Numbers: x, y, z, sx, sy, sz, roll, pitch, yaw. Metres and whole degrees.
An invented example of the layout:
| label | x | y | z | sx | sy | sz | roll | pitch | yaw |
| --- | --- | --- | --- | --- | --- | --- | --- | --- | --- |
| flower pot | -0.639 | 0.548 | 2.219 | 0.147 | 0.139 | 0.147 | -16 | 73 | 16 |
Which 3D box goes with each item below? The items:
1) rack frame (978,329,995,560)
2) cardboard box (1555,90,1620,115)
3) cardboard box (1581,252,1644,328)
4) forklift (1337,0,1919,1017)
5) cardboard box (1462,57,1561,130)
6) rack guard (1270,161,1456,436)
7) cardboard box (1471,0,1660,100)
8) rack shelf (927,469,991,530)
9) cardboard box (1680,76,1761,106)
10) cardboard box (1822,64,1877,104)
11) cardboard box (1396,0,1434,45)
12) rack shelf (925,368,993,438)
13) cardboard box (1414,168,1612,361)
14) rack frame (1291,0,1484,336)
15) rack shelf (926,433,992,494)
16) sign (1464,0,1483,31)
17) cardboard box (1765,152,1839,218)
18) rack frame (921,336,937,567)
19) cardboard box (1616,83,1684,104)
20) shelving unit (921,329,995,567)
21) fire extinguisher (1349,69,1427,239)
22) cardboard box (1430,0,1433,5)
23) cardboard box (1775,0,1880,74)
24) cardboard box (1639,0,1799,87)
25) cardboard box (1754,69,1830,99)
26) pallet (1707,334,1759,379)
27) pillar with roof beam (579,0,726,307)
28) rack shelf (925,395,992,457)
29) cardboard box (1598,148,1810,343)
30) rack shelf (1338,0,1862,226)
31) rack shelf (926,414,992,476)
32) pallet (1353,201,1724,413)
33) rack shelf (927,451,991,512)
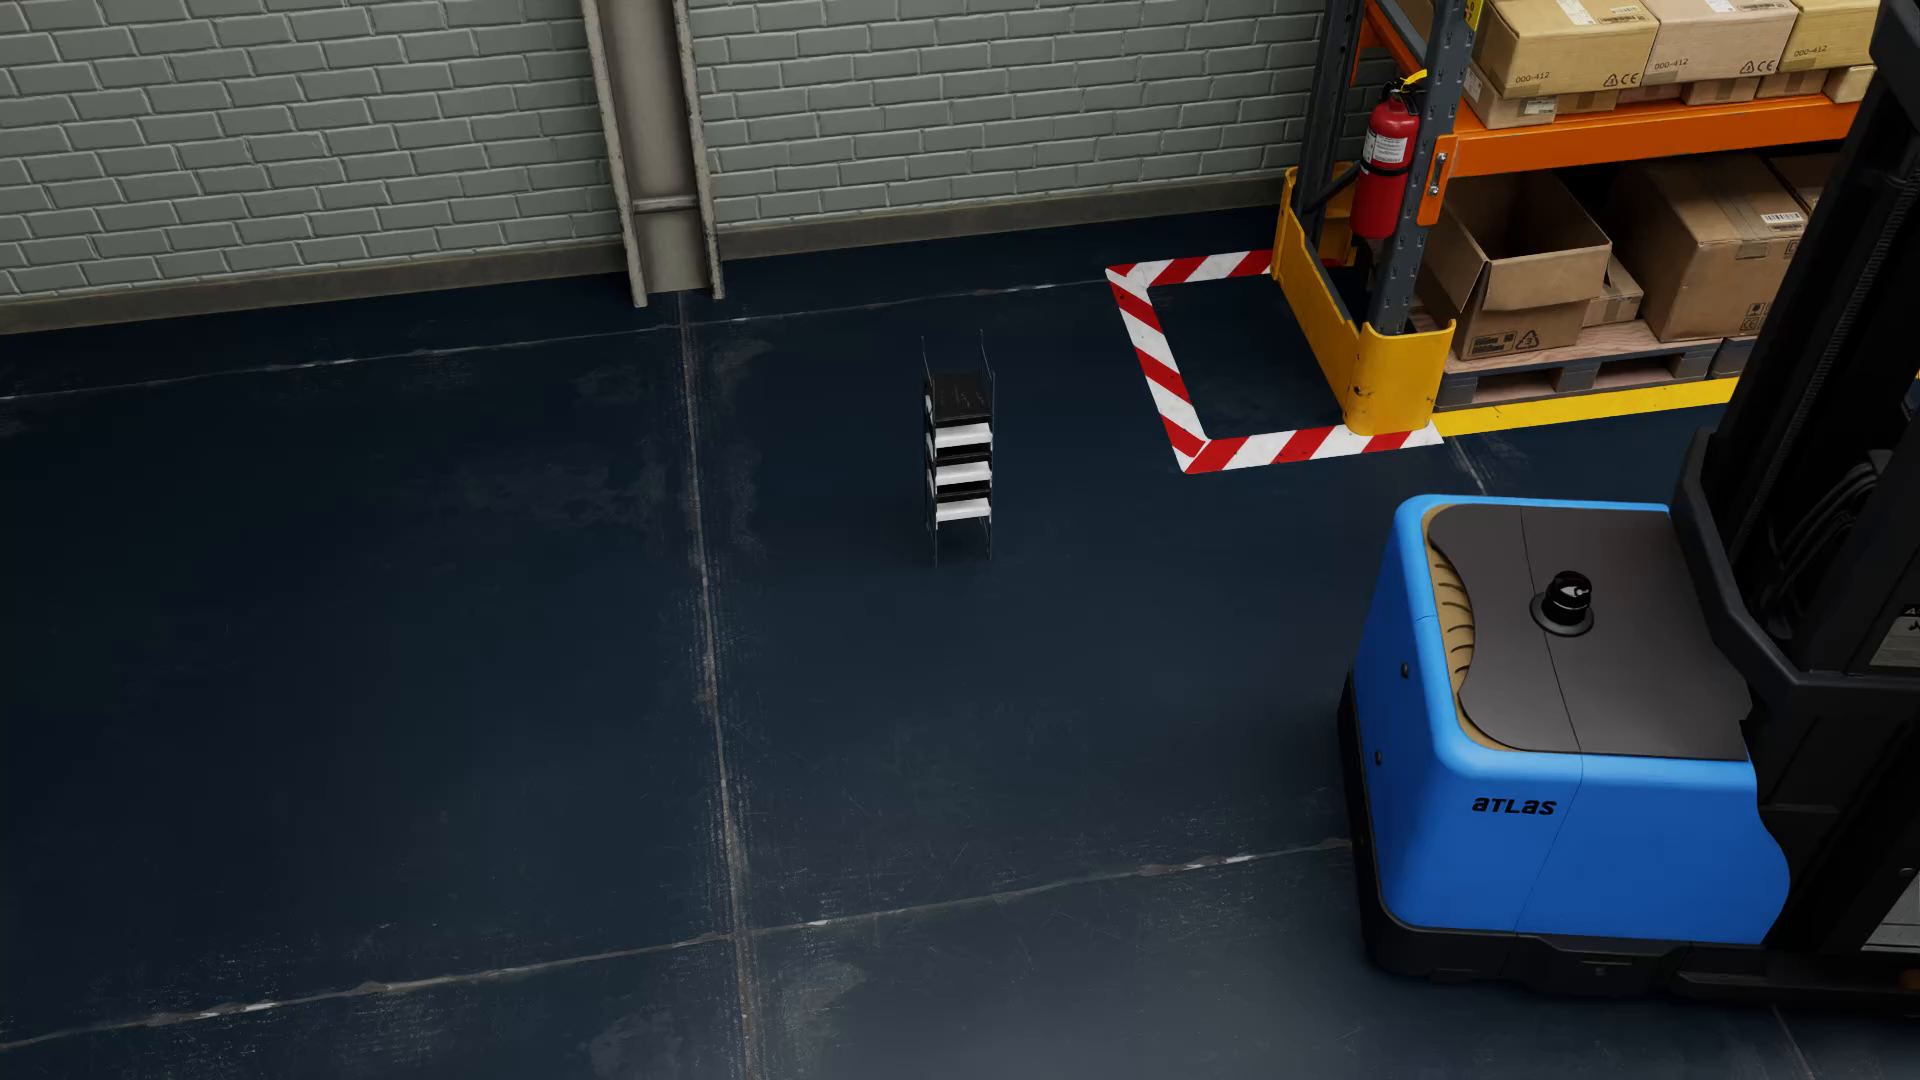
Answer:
| label | x | y | z | sx | sy | sz | roll | pitch | yaw |
| --- | --- | --- | --- | --- | --- | --- | --- | --- | --- |
| rack frame | 0.092 | -0.324 | 5.937 | 0.006 | 0.900 | 0.240 | -7 | 46 | -7 |
| cardboard box | 2.177 | -1.698 | 5.978 | 0.250 | 0.149 | 0.380 | -6 | 46 | -6 |
| cardboard box | 2.607 | -1.065 | 6.881 | 0.250 | 0.149 | 0.380 | -9 | 47 | -8 |
| forklift | 2.750 | -0.002 | 4.216 | 3.031 | 2.935 | 1.130 | 2 | 46 | 2 |
| cardboard box | 1.934 | -1.634 | 5.916 | 0.250 | 0.149 | 0.380 | -7 | 47 | -7 |
| rack guard | 1.638 | -1.018 | 6.883 | 0.348 | 0.500 | 1.175 | -7 | 46 | -7 |
| cardboard box | 2.056 | -1.791 | 5.790 | 0.500 | 0.250 | 0.500 | -7 | 46 | -7 |
| rack shelf | -0.008 | -0.163 | 6.079 | 0.200 | 0.077 | 0.258 | -7 | 46 | -7 |
| cardboard box | 2.689 | -1.743 | 6.020 | 0.250 | 0.149 | 0.380 | -6 | 46 | -6 |
| cardboard box | 3.212 | -1.757 | 6.034 | 0.250 | 0.149 | 0.380 | -8 | 47 | -8 |
| cardboard box | 1.844 | -2.020 | 6.287 | 0.250 | 0.149 | 0.380 | -8 | 47 | -7 |
| rack shelf | -0.008 | -0.475 | 5.755 | 0.200 | 0.077 | 0.258 | -7 | 46 | -7 |
| cardboard box | 2.182 | -1.163 | 6.729 | 0.637 | 0.503 | 0.797 | -9 | 47 | -8 |
| rack frame | 1.563 | -1.876 | 5.974 | 0.127 | 3.000 | 1.000 | -7 | 46 | -7 |
| rack shelf | -0.008 | -0.288 | 5.949 | 0.200 | 0.077 | 0.258 | -7 | 46 | -7 |
| sign | 1.656 | -1.791 | 5.291 | 0.005 | 0.325 | 0.100 | -7 | 46 | -7 |
| cardboard box | 3.569 | -1.233 | 6.799 | 0.500 | 0.500 | 0.500 | -6 | 46 | -6 |
| rack frame | -0.108 | -0.299 | 5.913 | 0.006 | 0.900 | 0.240 | -7 | 46 | -7 |
| cardboard box | 2.430 | -1.755 | 6.032 | 0.250 | 0.149 | 0.380 | -8 | 47 | -7 |
| shelving unit | -0.008 | -0.311 | 5.925 | 0.210 | 0.900 | 0.258 | -7 | 46 | -7 |
| fire extinguisher | 1.497 | -1.373 | 5.803 | 0.183 | 0.674 | 0.296 | -7 | 46 | -7 |
| cardboard box | 1.971 | -2.172 | 6.157 | 0.500 | 0.250 | 0.500 | -6 | 46 | -6 |
| cardboard box | 3.052 | -1.918 | 5.912 | 0.500 | 0.250 | 0.500 | -8 | 47 | -8 |
| cardboard box | 2.553 | -1.853 | 5.850 | 0.500 | 0.250 | 0.500 | -7 | 46 | -6 |
| cardboard box | 2.950 | -1.779 | 6.056 | 0.250 | 0.149 | 0.380 | -6 | 46 | -6 |
| pallet | 3.623 | -1.163 | 7.224 | 1.213 | 0.211 | 1.003 | -7 | 46 | -7 |
| pillar with roof beam | -0.513 | -1.211 | 1.168 | 0.400 | 9.000 | 9.100 | -7 | 46 | -7 |
| rack shelf | -0.008 | -0.413 | 5.819 | 0.200 | 0.077 | 0.258 | -7 | 46 | -7 |
| cardboard box | 3.031 | -1.239 | 6.805 | 0.500 | 0.500 | 0.700 | -5 | 46 | -5 |
| rack shelf | 3.534 | -1.871 | 6.470 | 4.000 | 0.370 | 1.077 | -7 | 46 | -7 |
| rack shelf | -0.008 | -0.351 | 5.884 | 0.200 | 0.077 | 0.258 | -7 | 46 | -7 |
| pallet | 2.424 | -1.016 | 7.082 | 1.213 | 0.211 | 1.003 | -7 | 46 | -7 |
| rack shelf | -0.008 | -0.226 | 6.014 | 0.200 | 0.077 | 0.258 | -7 | 46 | -7 |
